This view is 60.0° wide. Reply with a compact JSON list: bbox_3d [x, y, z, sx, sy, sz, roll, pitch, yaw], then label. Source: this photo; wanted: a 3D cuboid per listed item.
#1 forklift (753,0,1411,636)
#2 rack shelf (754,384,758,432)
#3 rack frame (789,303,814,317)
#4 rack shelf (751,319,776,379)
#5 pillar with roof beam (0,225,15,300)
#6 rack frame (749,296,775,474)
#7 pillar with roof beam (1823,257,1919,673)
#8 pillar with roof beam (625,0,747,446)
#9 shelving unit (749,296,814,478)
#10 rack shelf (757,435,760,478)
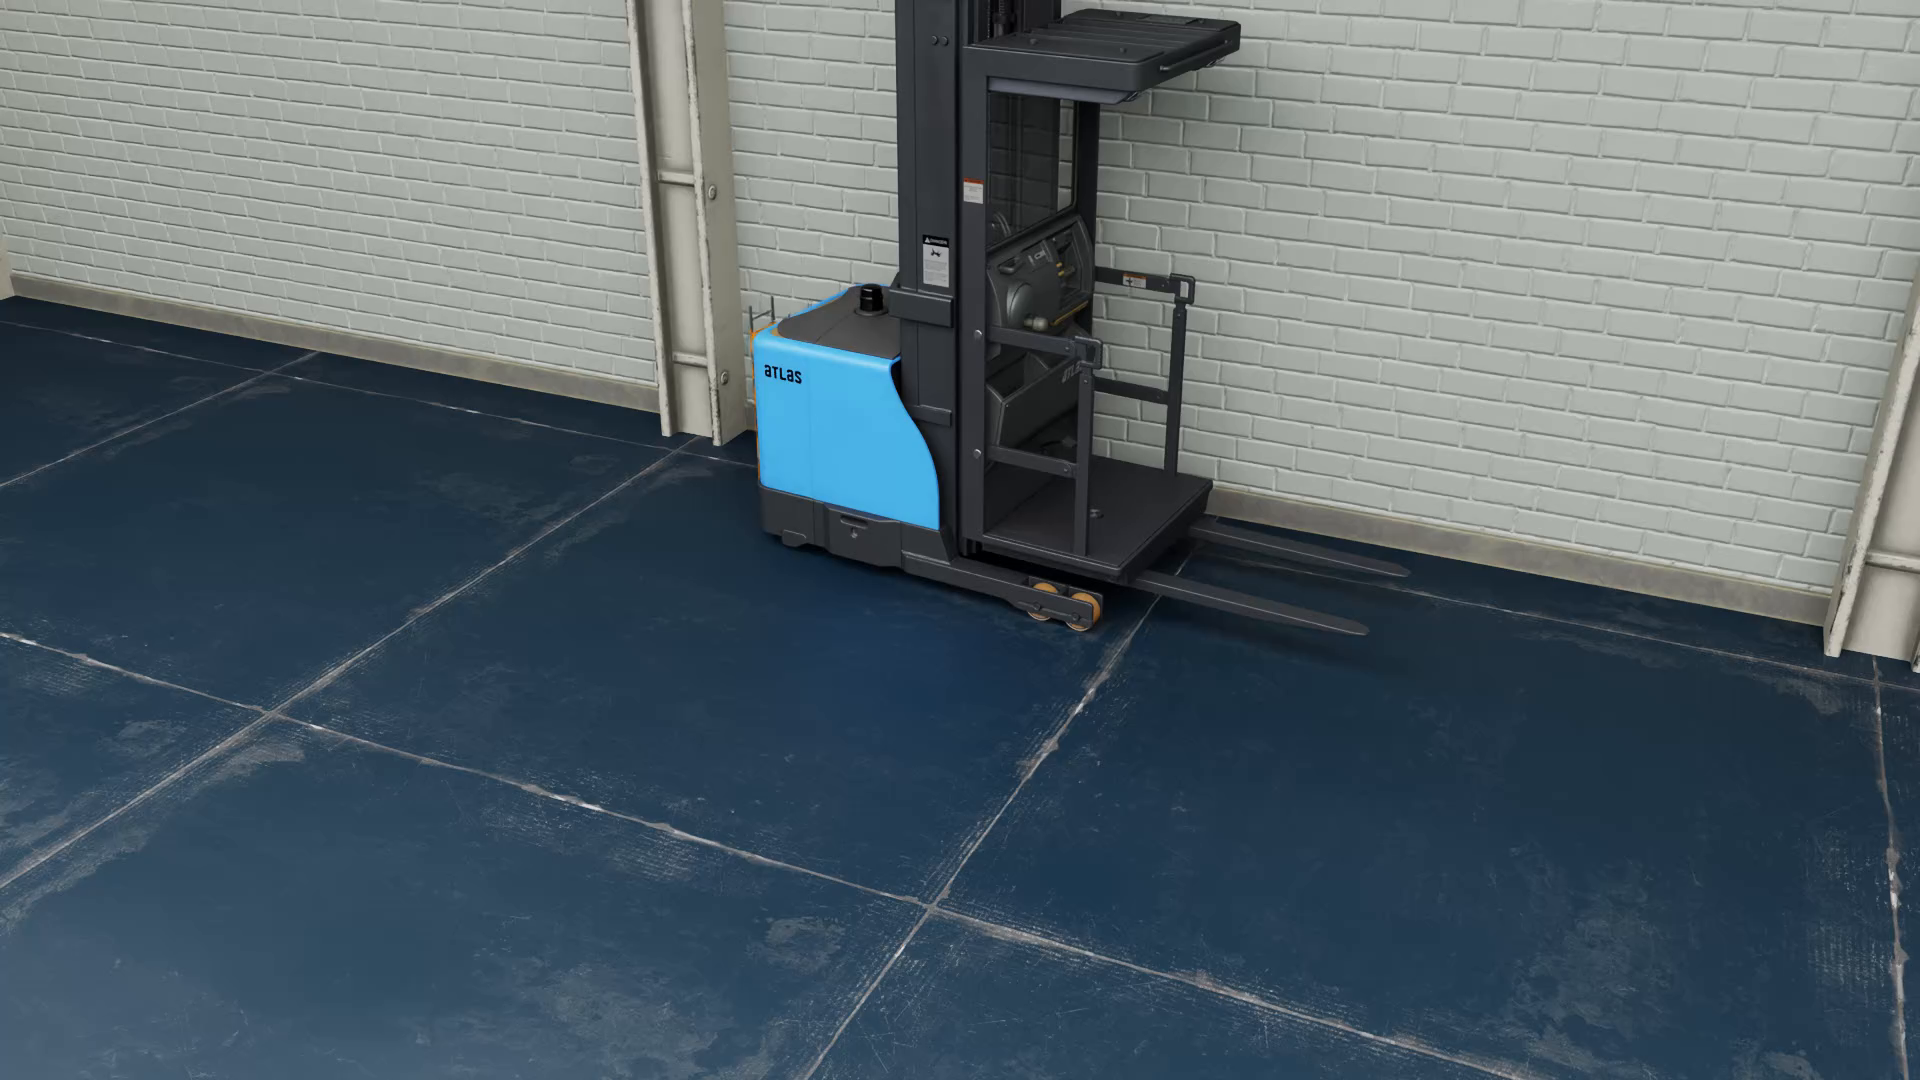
[{"bbox_3d":[0.546,-1.177,7.323,3.031,2.935,1.130,14,30,26],"label":"forklift"},{"bbox_3d":[-0.886,-0.684,8.475,0.240,0.259,0.215,14,30,27],"label":"rack shelf"},{"bbox_3d":[-0.780,-0.667,8.415,0.008,1.050,0.200,14,30,27],"label":"rack frame"},{"bbox_3d":[-0.886,-0.939,8.349,0.240,0.259,0.215,14,30,27],"label":"rack shelf"},{"bbox_3d":[-8.700,-4.027,6.241,0.400,9.000,9.100,11,28,22],"label":"pillar with roof beam"},{"bbox_3d":[-0.991,-0.721,8.525,0.008,1.050,0.200,14,30,27],"label":"rack frame"},{"bbox_3d":[2.224,-1.833,1.784,0.400,9.000,9.100,11,28,22],"label":"pillar with roof beam"},{"bbox_3d":[-3.238,-2.930,4.013,0.400,9.000,9.100,11,28,22],"label":"pillar with roof beam"},{"bbox_3d":[-0.886,-0.694,8.470,0.252,1.050,0.215,14,30,27],"label":"shelving unit"},{"bbox_3d":[-0.886,-0.435,8.597,0.240,0.259,0.215,14,30,27],"label":"rack shelf"}]
